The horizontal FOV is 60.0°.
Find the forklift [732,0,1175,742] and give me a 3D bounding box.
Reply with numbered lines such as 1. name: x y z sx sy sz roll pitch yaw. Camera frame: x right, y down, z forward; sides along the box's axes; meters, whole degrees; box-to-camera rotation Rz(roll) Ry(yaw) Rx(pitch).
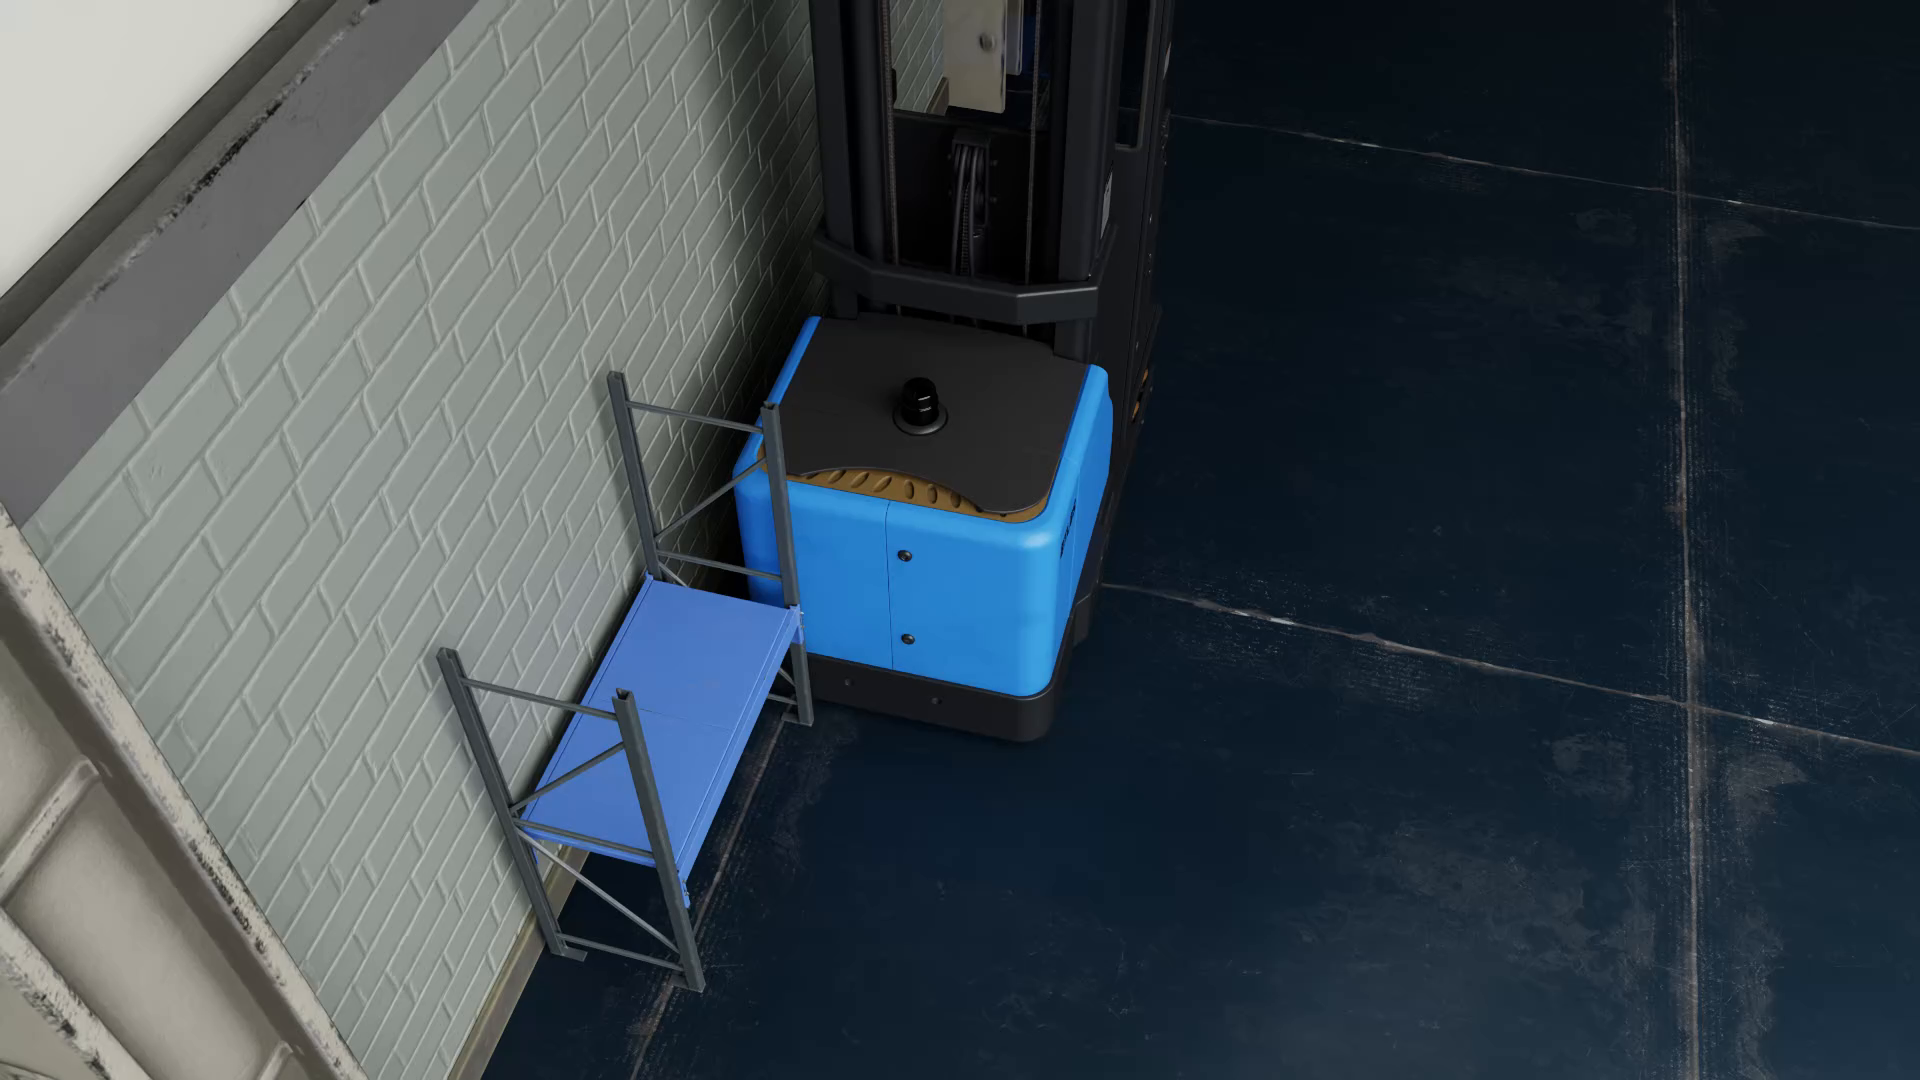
1. forklift: 0.159 -1.427 5.554 1.130 2.935 3.031 11 50 10

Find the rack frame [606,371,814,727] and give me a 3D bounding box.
1. rack frame: -0.745 0.082 5.178 0.500 1.500 0.032 12 50 10

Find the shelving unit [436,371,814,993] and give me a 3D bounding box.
1. shelving unit: -0.882 0.449 4.854 0.538 1.500 1.048 12 50 10

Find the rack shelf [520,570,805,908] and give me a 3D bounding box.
1. rack shelf: -0.882 0.568 4.988 0.538 0.185 1.000 12 50 10

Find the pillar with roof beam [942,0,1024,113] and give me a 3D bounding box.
1. pillar with roof beam: 4.264 -4.379 4.113 9.100 9.000 0.400 12 50 10

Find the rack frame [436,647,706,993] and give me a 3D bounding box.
1. rack frame: -1.018 0.816 4.530 0.500 1.500 0.032 12 50 10
